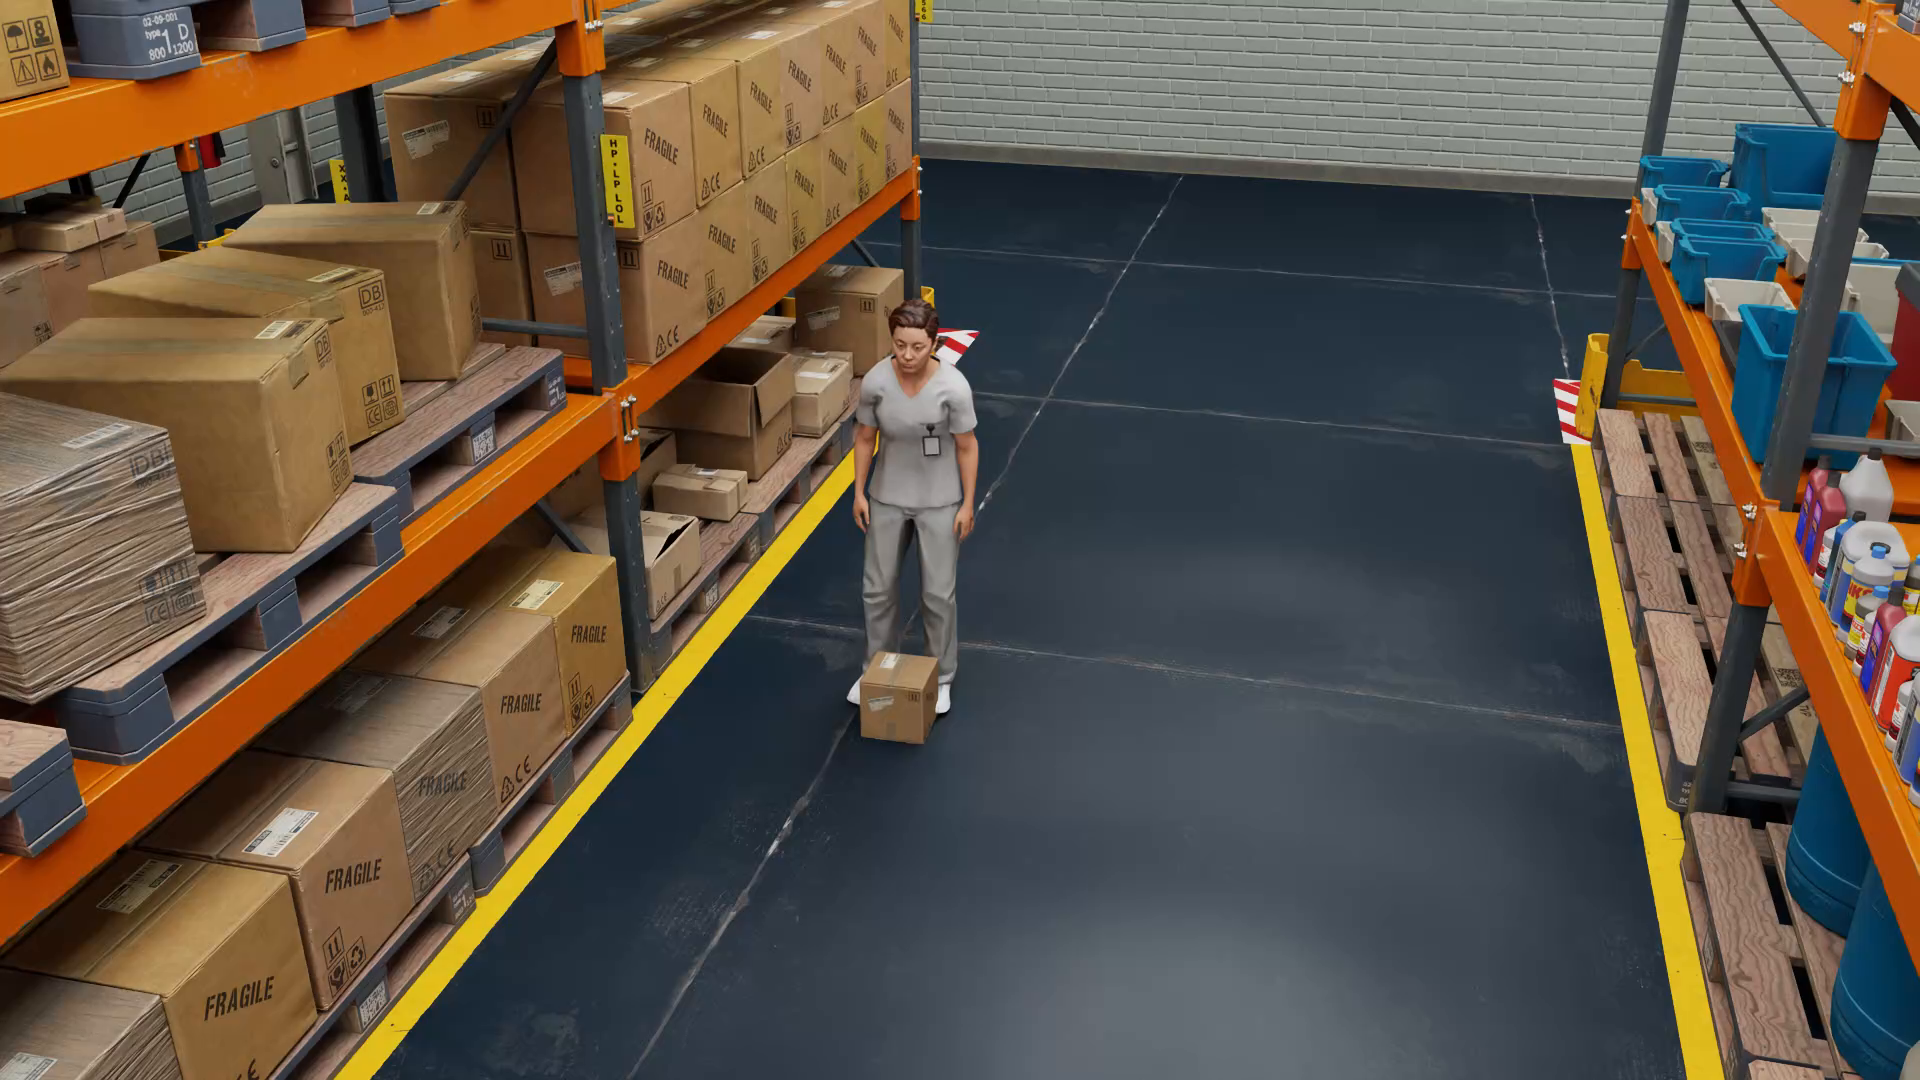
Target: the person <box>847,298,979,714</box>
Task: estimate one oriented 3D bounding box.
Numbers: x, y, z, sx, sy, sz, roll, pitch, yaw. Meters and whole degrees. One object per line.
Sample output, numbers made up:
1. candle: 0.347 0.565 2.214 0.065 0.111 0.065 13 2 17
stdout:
1. person: -0.183 -0.133 6.392 0.499 1.671 0.366 5 26 11
